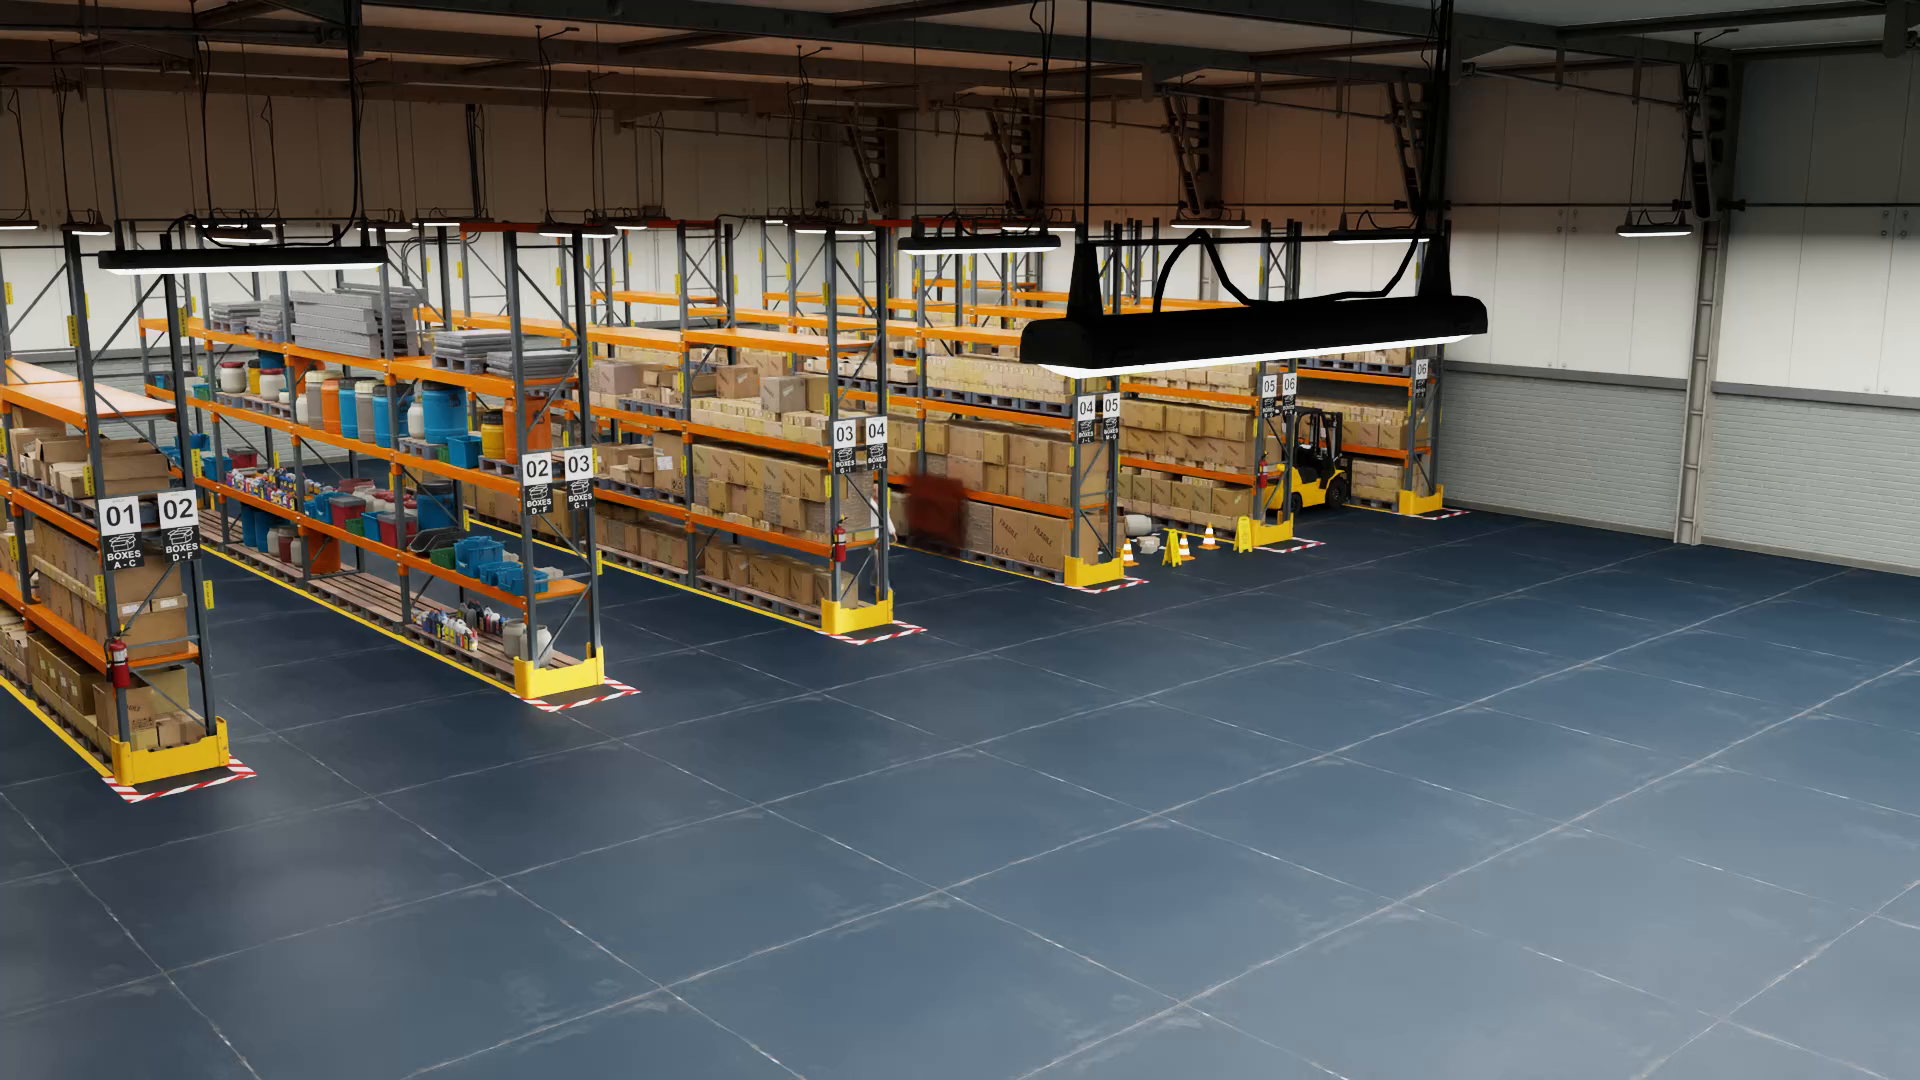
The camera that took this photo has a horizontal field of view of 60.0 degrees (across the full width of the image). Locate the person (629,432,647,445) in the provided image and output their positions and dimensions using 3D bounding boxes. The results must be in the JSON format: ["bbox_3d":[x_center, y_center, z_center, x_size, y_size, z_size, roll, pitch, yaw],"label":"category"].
[{"bbox_3d":[-8.391,-3.218,43.366,0.585,1.734,0.490,4,12,20],"label":"person"}]

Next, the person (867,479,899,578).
[{"bbox_3d":[-1.280,-0.188,27.572,0.759,1.648,0.594,5,12,24],"label":"person"}]
